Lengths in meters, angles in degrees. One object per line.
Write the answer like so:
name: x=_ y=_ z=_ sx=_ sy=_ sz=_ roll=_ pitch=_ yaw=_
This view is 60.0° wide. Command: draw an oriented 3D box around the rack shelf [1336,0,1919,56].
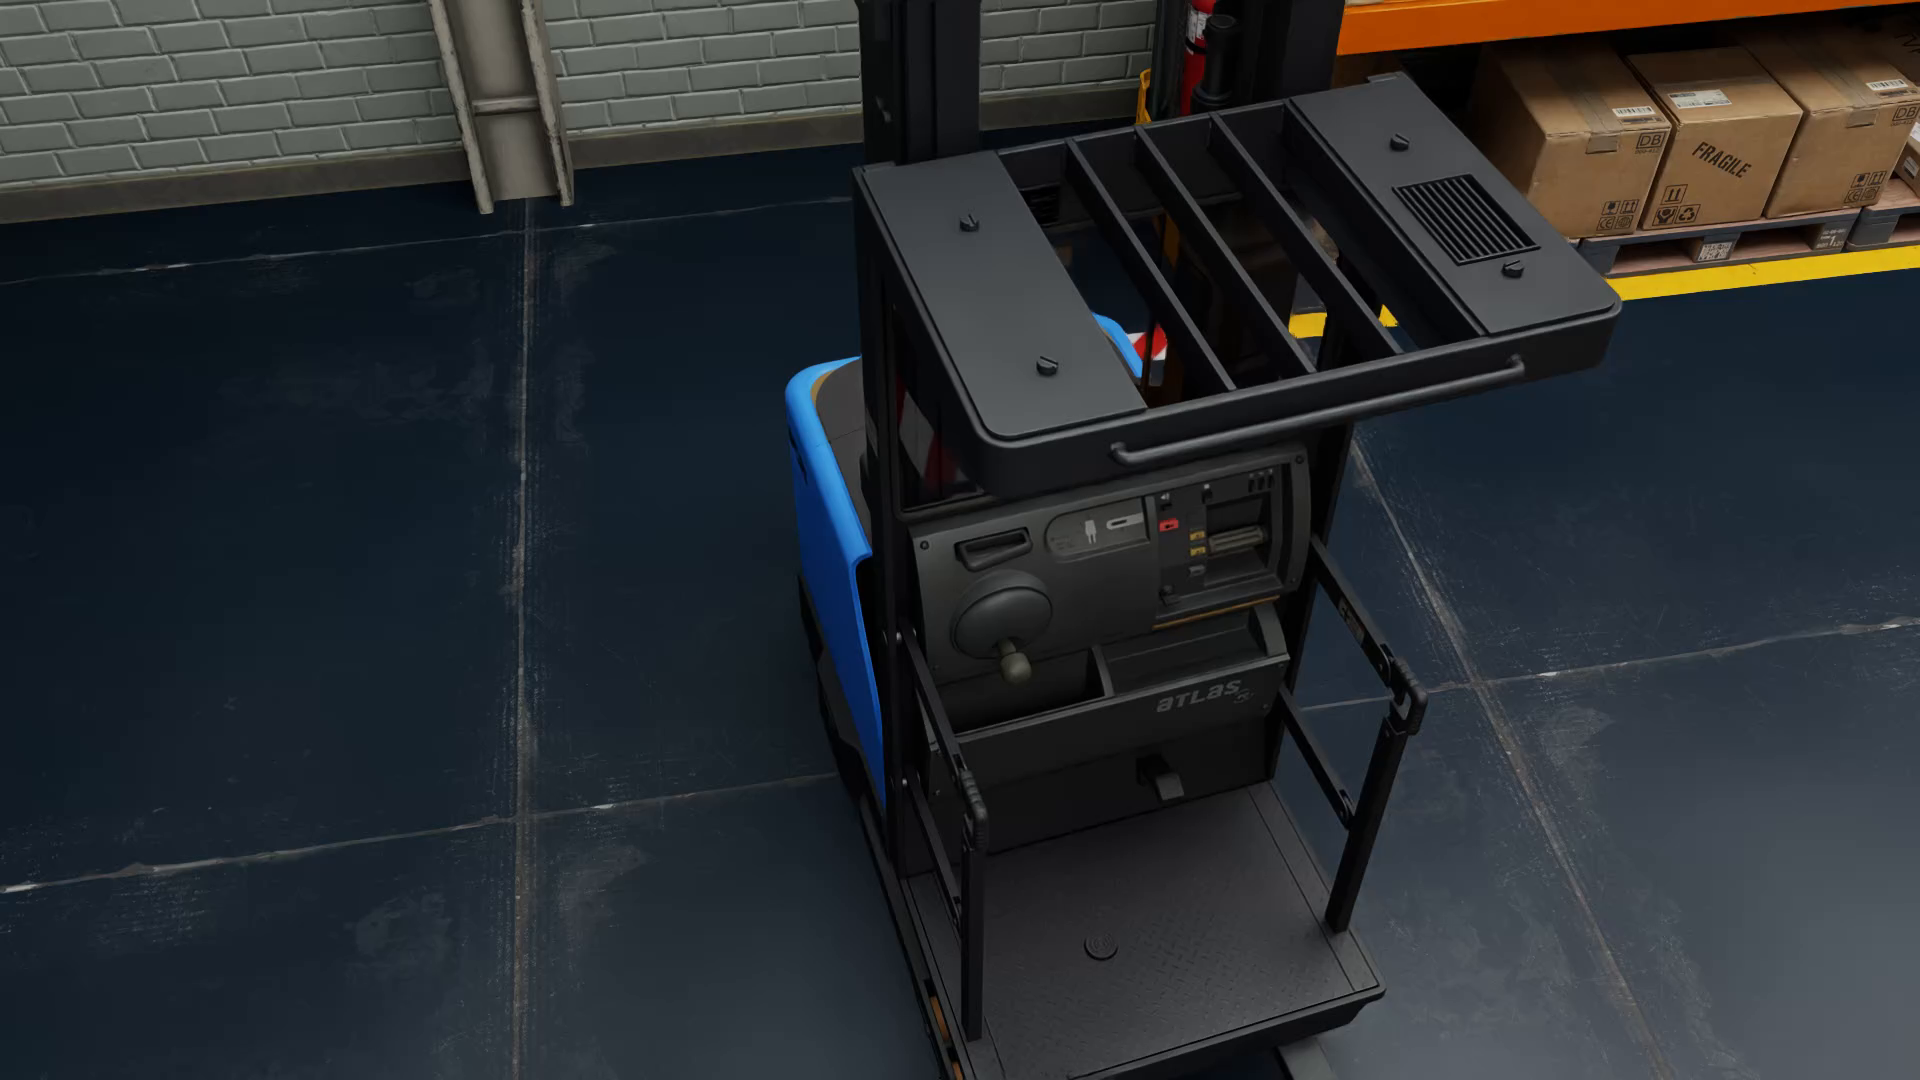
rack shelf: x=2.902 y=-2.251 z=6.335 sx=4.000 sy=0.370 sz=1.077 roll=-7 pitch=46 yaw=-7

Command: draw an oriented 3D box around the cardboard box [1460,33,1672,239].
cardboard box: x=2.399 y=-1.618 z=6.670 sx=0.500 sy=0.500 sz=0.700 roll=-5 pitch=46 yaw=-5

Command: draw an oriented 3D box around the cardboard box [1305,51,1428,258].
cardboard box: x=1.550 y=-1.542 z=6.595 sx=0.637 sy=0.503 sz=0.797 roll=-9 pitch=47 yaw=-8

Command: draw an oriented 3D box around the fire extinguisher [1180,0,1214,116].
fire extinguisher: x=0.865 y=-1.752 z=5.668 sx=0.183 sy=0.674 sz=0.296 roll=-7 pitch=46 yaw=-7

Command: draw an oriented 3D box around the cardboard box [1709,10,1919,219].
cardboard box: x=3.422 y=-1.746 z=6.793 sx=0.500 sy=0.500 sz=0.700 roll=-9 pitch=47 yaw=-8

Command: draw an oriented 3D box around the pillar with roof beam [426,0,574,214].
pillar with roof beam: x=-1.145 y=-1.590 z=1.033 sx=0.400 sy=9.000 sz=9.100 roll=-7 pitch=46 yaw=-7

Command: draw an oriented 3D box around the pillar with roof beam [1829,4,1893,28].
pillar with roof beam: x=4.767 y=-2.327 z=1.743 sx=0.400 sy=9.000 sz=9.100 roll=-7 pitch=46 yaw=-7

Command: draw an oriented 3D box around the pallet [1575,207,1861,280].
pallet: x=2.991 y=-1.542 z=7.090 sx=1.213 sy=0.211 sz=1.003 roll=-7 pitch=46 yaw=-7

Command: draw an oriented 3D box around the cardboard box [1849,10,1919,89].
cardboard box: x=4.182 y=-2.045 z=7.213 sx=0.500 sy=0.311 sz=0.500 roll=-6 pitch=46 yaw=-5

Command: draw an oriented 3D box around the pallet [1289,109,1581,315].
pallet: x=1.792 y=-1.395 z=6.948 sx=1.213 sy=0.211 sz=1.003 roll=-7 pitch=46 yaw=-7

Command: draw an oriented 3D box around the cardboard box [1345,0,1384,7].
cardboard box: x=1.302 y=-2.013 z=5.781 sx=0.250 sy=0.149 sz=0.380 roll=-7 pitch=47 yaw=-7

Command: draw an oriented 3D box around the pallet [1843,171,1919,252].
pallet: x=4.196 y=-1.695 z=7.236 sx=1.213 sy=0.211 sz=1.003 roll=-7 pitch=46 yaw=-7

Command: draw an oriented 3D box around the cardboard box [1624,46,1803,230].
cardboard box: x=2.937 y=-1.612 z=6.665 sx=0.500 sy=0.500 sz=0.500 roll=-6 pitch=46 yaw=-6

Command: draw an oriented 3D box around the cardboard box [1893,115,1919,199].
cardboard box: x=4.022 y=-1.622 z=6.837 sx=0.258 sy=0.266 sz=0.396 roll=-6 pitch=46 yaw=-5

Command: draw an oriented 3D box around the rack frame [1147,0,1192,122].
rack frame: x=0.931 y=-2.255 z=5.839 sx=0.127 sy=3.000 sz=1.000 roll=-7 pitch=46 yaw=-7

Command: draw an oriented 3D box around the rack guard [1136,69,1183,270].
rack guard: x=1.006 y=-1.397 z=6.749 sx=0.348 sy=0.500 sz=1.175 roll=-7 pitch=46 yaw=-7

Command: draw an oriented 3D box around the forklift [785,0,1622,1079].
forklift: x=0.417 y=0.150 z=3.570 sx=1.130 sy=2.935 sz=3.031 roll=-13 pitch=47 yaw=-12
